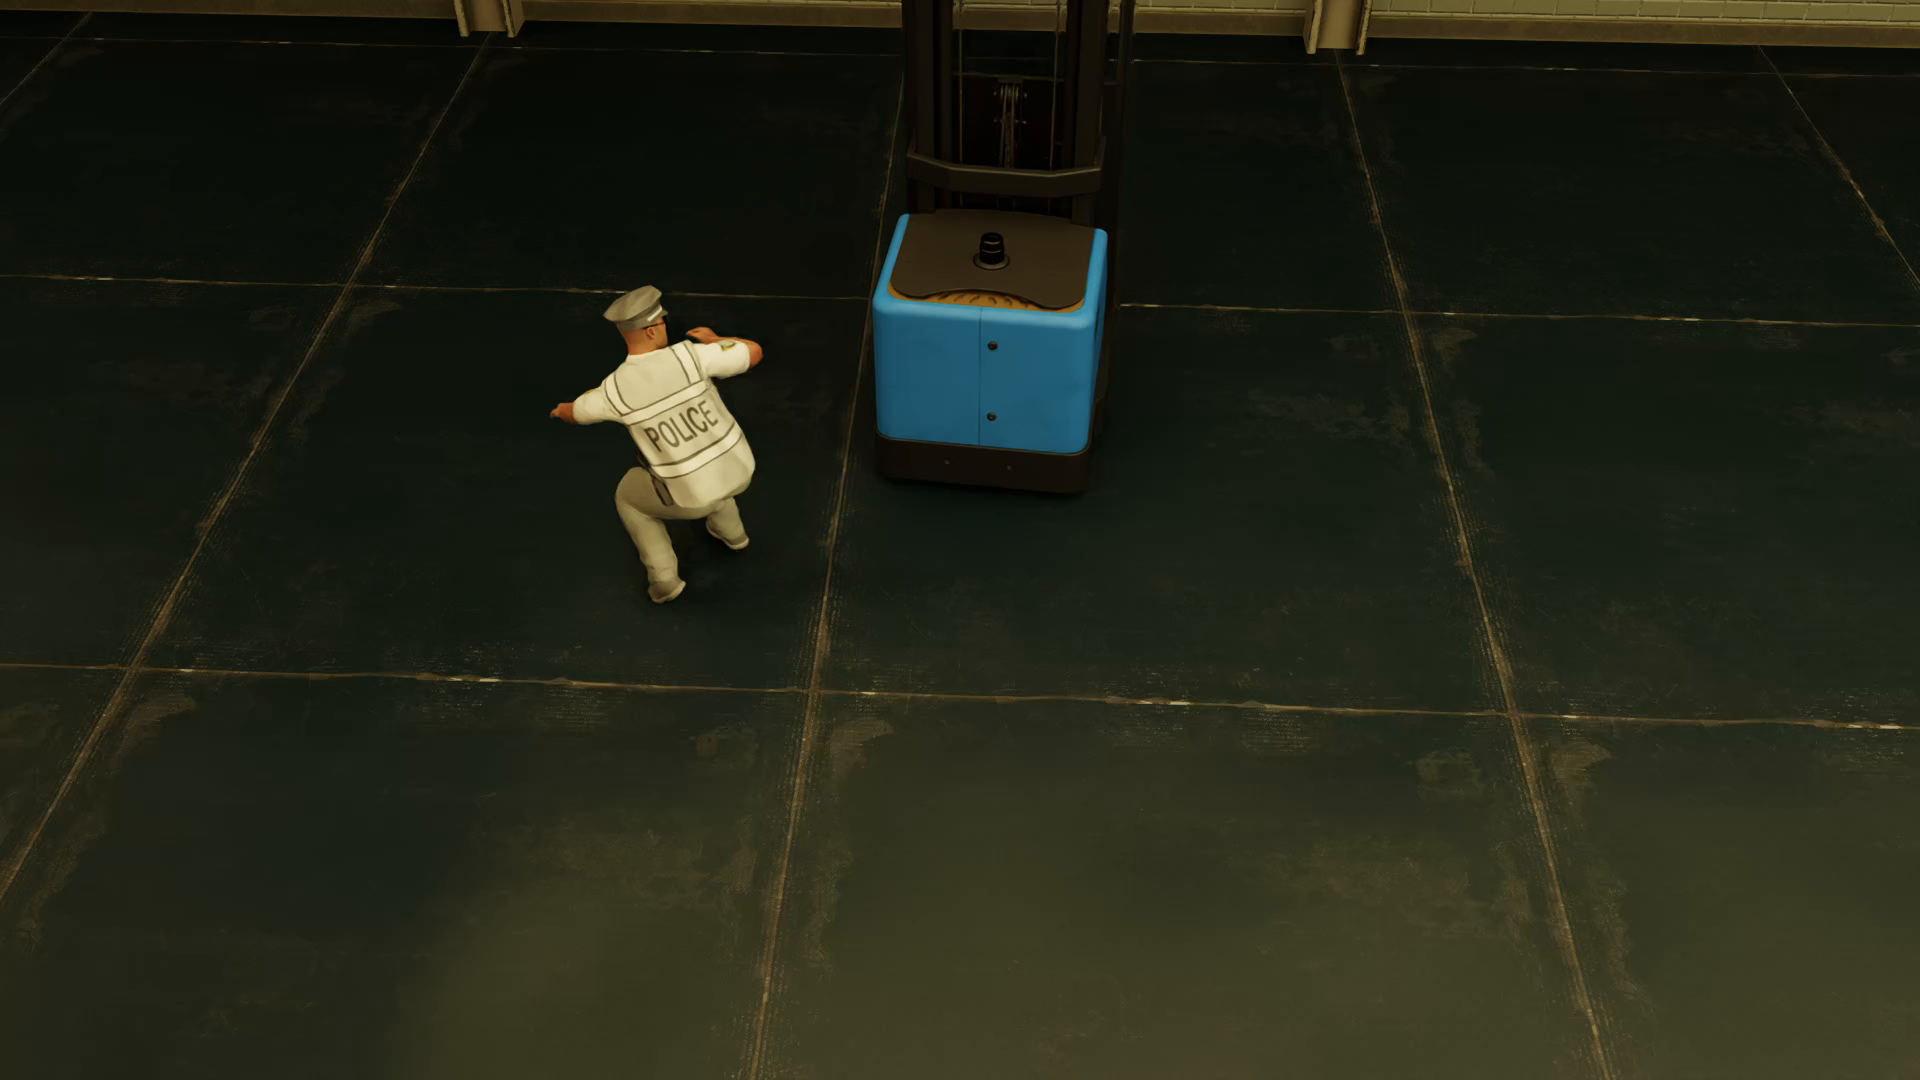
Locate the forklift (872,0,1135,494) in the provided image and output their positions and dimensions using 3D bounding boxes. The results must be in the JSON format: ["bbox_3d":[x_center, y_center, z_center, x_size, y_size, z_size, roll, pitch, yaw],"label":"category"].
[{"bbox_3d":[0.306,-2.304,8.266,1.130,2.935,3.031,6,43,6],"label":"forklift"}]

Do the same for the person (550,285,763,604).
[{"bbox_3d":[-1.290,-0.470,7.363,0.796,1.514,0.963,-25,48,-25],"label":"person"}]
